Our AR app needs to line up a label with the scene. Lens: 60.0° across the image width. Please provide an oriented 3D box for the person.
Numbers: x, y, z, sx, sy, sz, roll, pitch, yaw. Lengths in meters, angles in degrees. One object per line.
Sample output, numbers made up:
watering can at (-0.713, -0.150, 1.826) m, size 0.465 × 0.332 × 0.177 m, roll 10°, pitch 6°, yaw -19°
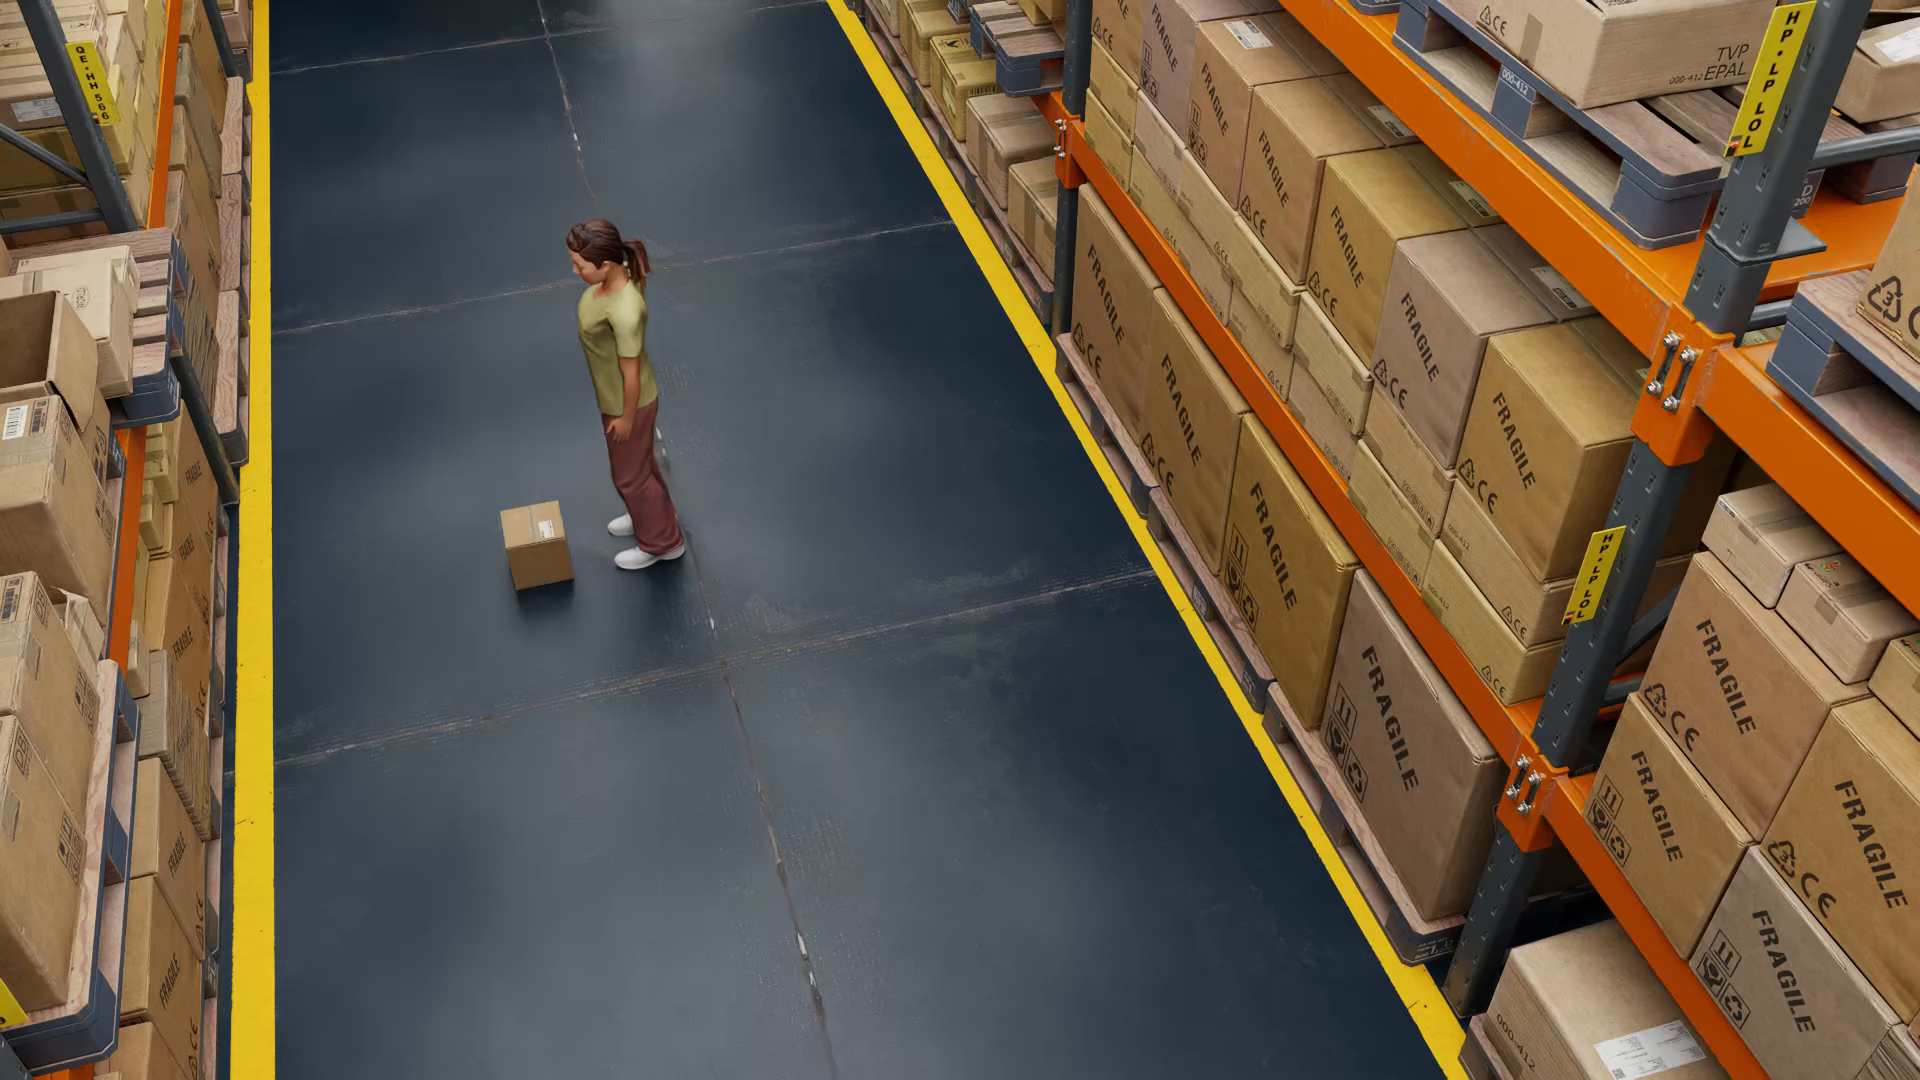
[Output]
person at (-1.359, -0.588, 6.813) m, size 0.363 × 1.672 × 0.446 m, roll -11°, pitch 44°, yaw -12°
